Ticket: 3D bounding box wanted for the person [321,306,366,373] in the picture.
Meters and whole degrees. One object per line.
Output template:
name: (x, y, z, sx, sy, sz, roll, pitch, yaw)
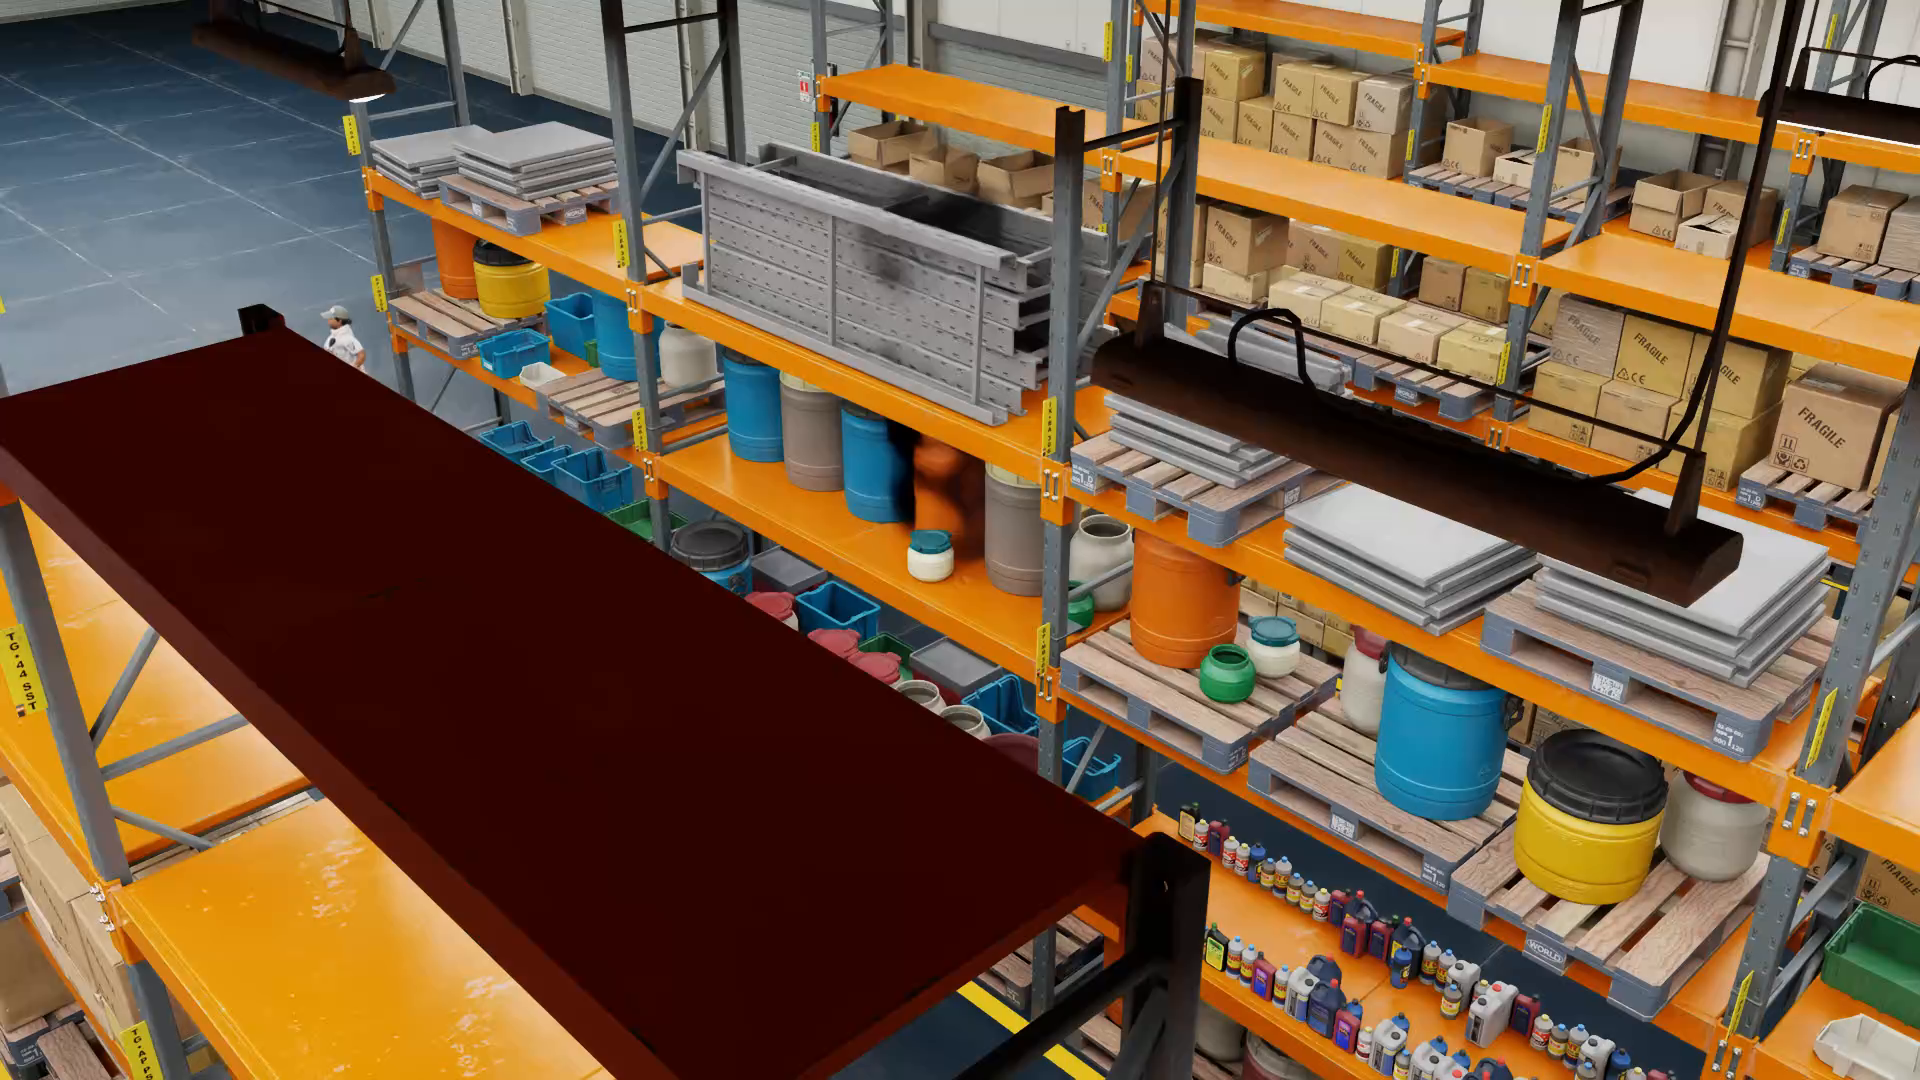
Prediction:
person: (-6.785, -1.817, 18.476, 0.922, 1.644, 0.613, -9, 30, -17)
